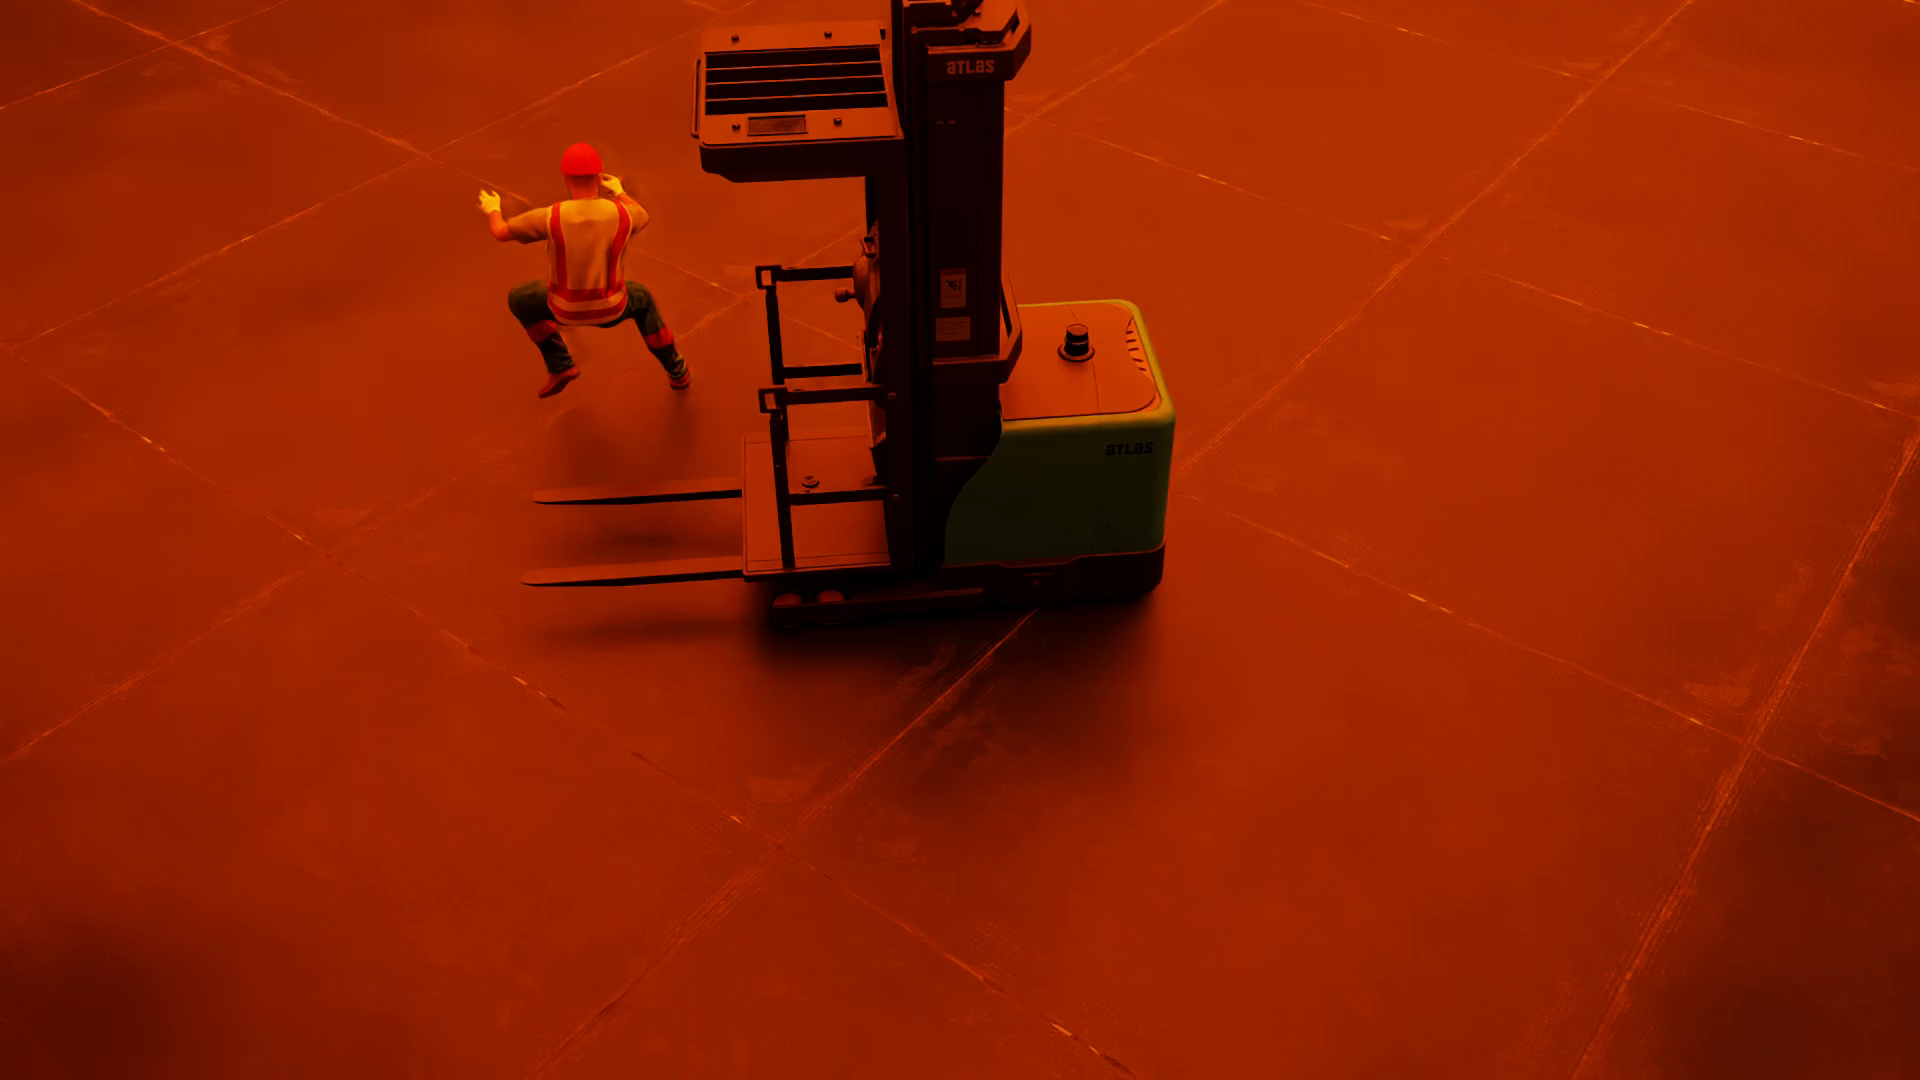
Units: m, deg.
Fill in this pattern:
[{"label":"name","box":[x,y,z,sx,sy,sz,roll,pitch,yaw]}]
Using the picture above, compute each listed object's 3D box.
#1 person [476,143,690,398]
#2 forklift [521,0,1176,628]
[{"label":"person","box":[-1.984,-1.430,8.807,0.978,1.560,0.782,-11,42,-12]},{"label":"forklift","box":[-0.576,-1.063,7.321,3.031,2.935,1.130,-4,41,-5]}]
